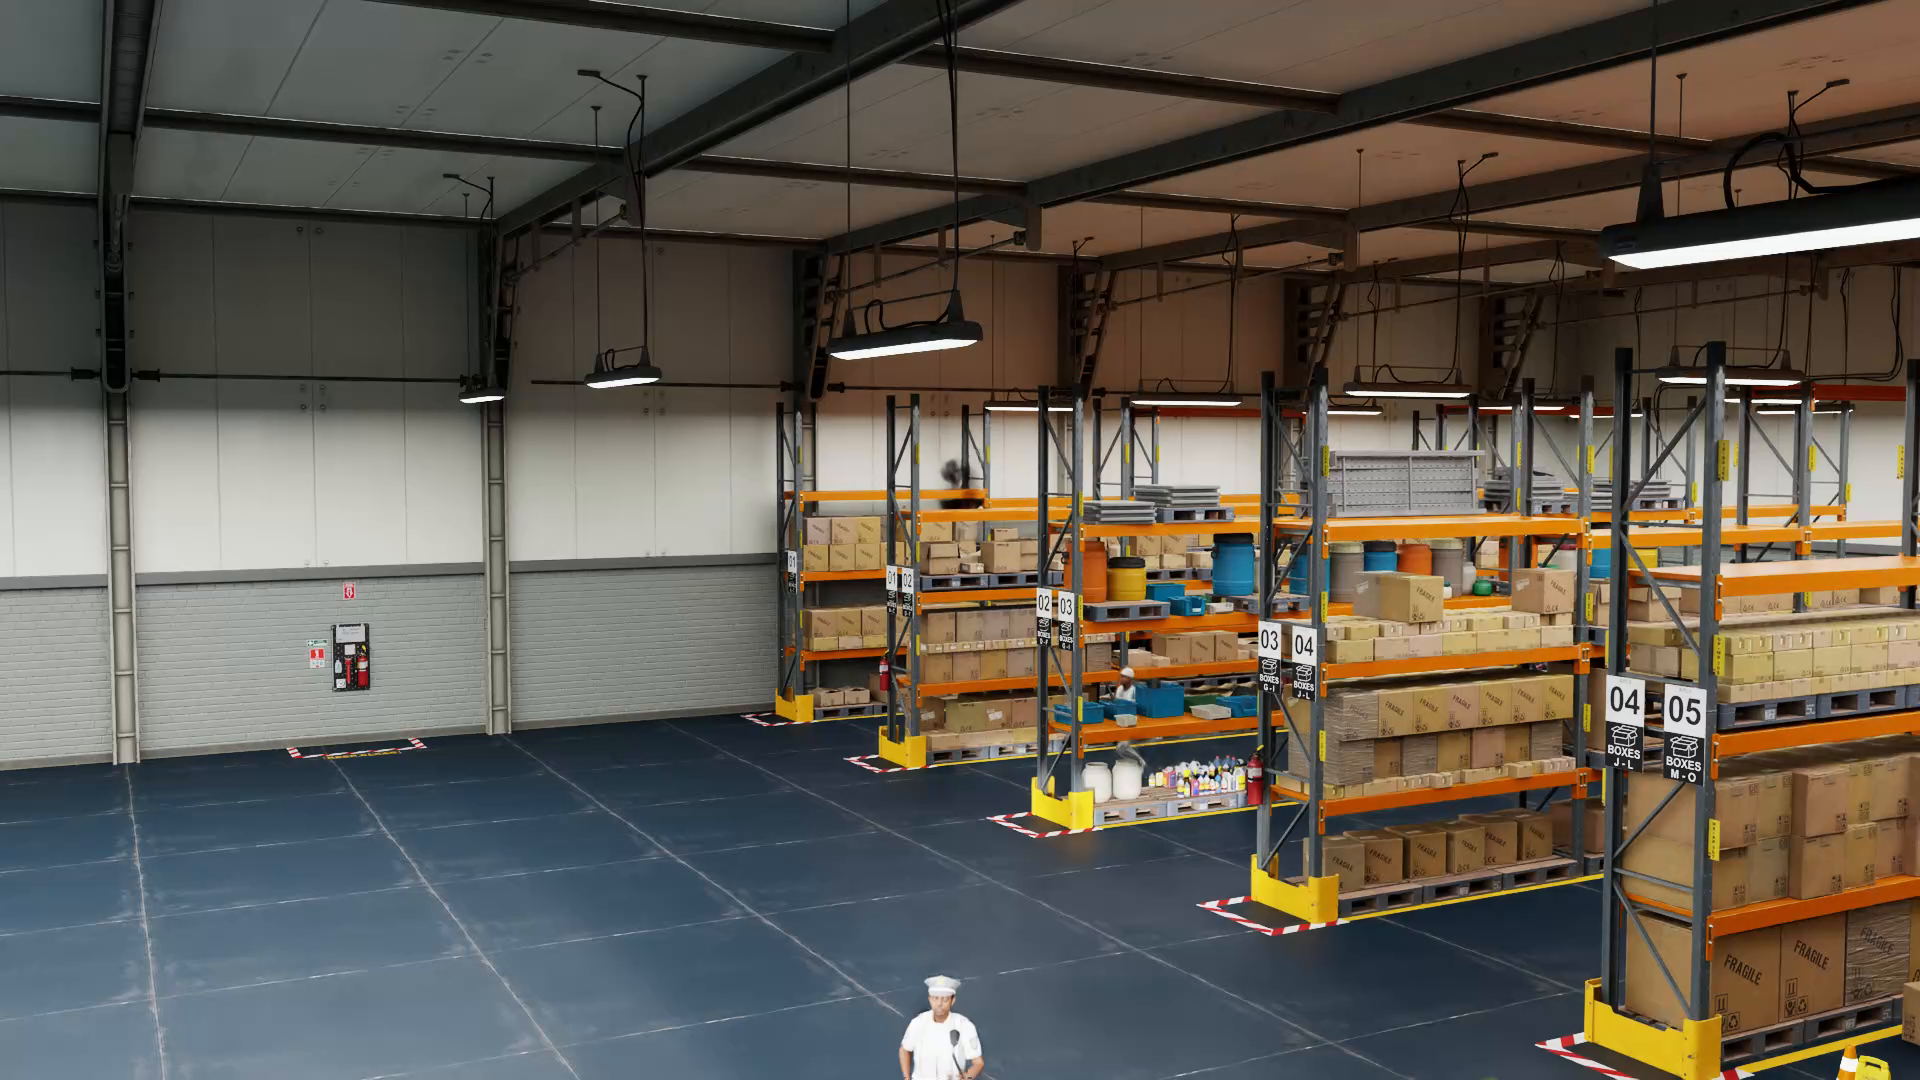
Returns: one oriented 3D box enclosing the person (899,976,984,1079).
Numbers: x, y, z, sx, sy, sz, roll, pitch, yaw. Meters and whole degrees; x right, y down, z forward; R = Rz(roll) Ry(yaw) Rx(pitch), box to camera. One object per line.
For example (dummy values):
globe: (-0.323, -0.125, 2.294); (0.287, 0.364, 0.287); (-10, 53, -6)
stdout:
person: (-0.133, 3.702, 11.069); (0.586, 1.663, 0.769); (0, 3, 6)

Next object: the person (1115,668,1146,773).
person: (2.562, 2.837, 25.618); (0.597, 1.738, 0.715); (-2, 4, -31)
